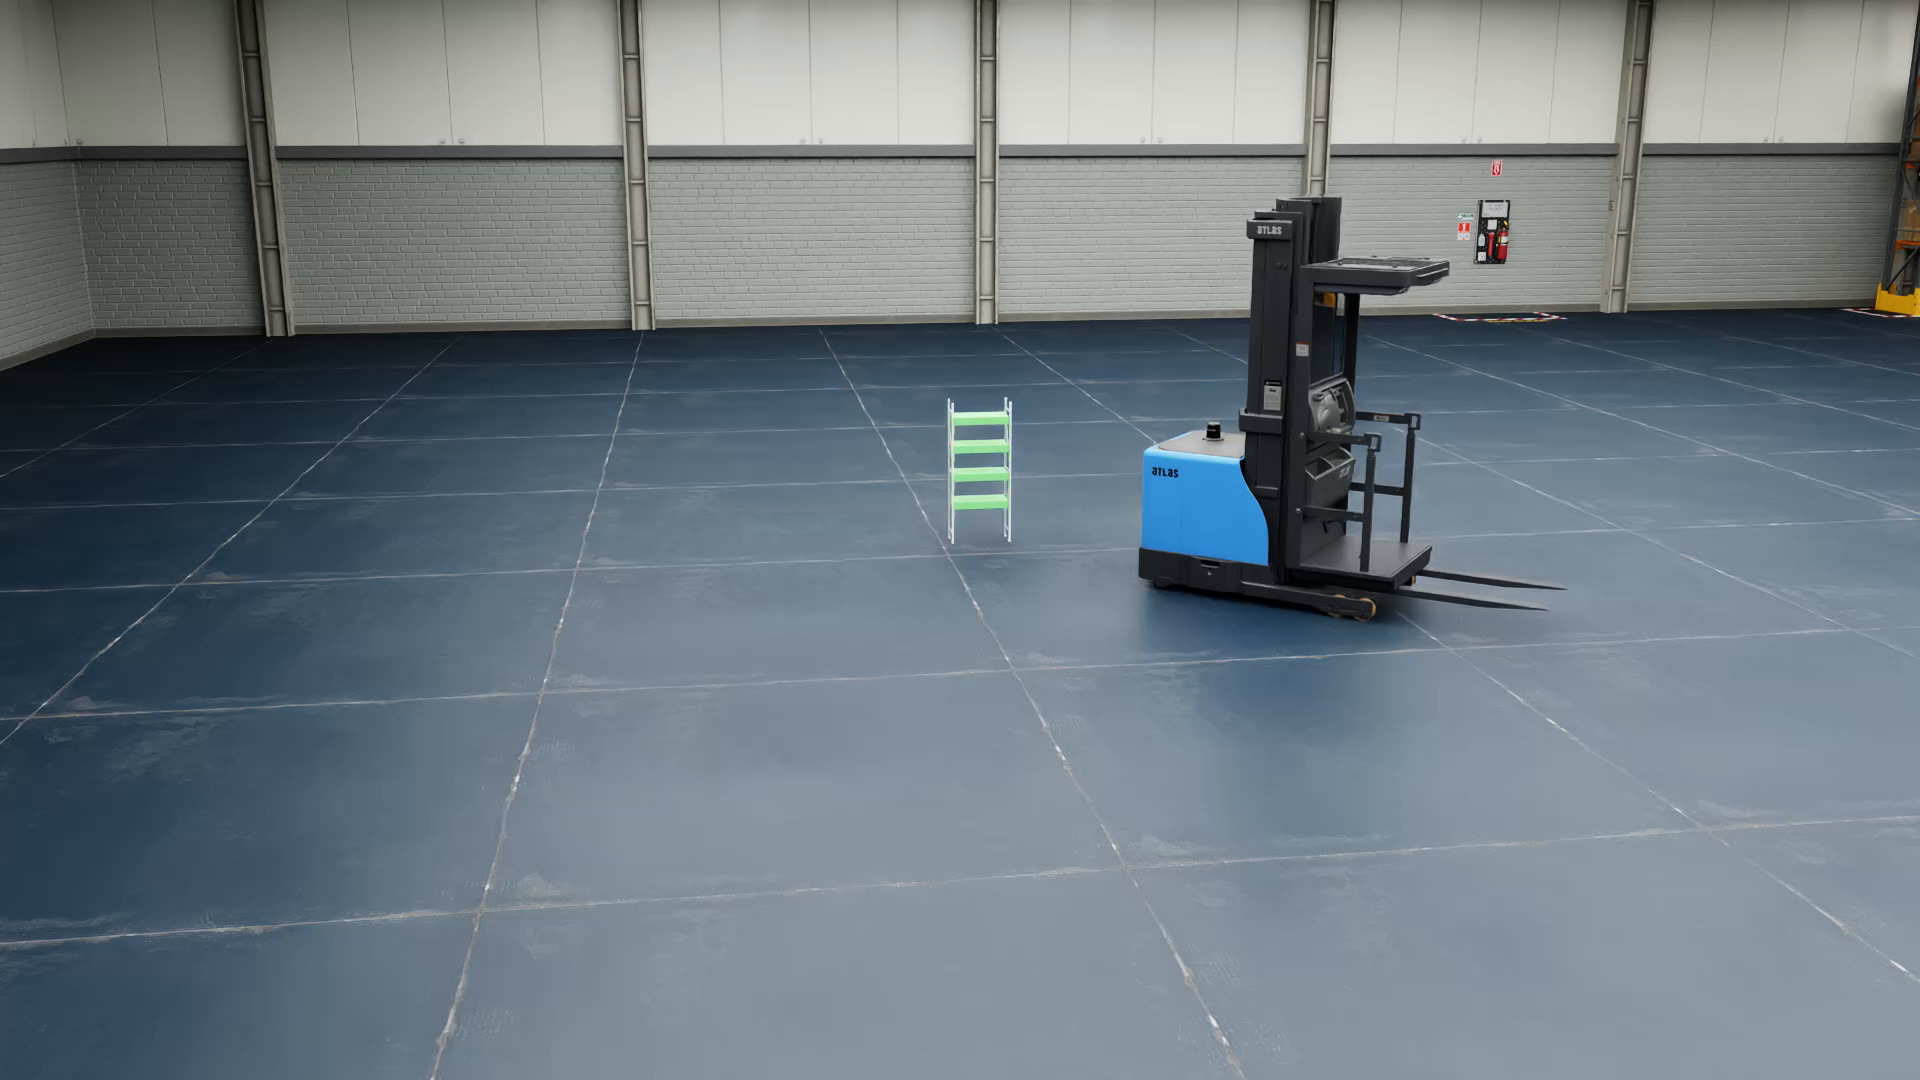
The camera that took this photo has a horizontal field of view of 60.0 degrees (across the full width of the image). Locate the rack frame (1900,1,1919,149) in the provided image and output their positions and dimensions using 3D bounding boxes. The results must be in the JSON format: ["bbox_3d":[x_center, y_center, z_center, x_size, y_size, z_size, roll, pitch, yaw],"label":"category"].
[{"bbox_3d":[17.695,-8.657,30.241,0.127,3.000,1.000,-2,14,-8],"label":"rack frame"}]

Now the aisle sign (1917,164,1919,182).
[{"bbox_3d":[17.669,-6.933,30.357,0.004,0.787,0.394,-2,14,-8],"label":"aisle sign"}]

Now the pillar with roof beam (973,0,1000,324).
[{"bbox_3d":[1.101,-7.202,24.442,0.400,9.000,9.100,-2,14,-8],"label":"pillar with roof beam"}]

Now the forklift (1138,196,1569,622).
[{"bbox_3d":[2.905,-0.985,12.126,3.031,2.935,1.130,8,16,30],"label":"forklift"}]

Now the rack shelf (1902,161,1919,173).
[{"bbox_3d":[19.673,-6.925,30.983,4.000,0.370,1.077,-2,14,-8],"label":"rack shelf"}]

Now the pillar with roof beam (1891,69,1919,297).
[{"bbox_3d":[18.900,-7.855,27.043,0.400,9.000,9.100,-2,14,-8],"label":"pillar with roof beam"}]

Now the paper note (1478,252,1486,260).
[{"bbox_3d":[9.691,-5.266,30.862,0.142,0.148,0.016,-2,14,-8],"label":"paper note"}]

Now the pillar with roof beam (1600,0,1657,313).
[{"bbox_3d":[12.967,-7.637,26.176,0.400,9.000,9.100,-2,14,-8],"label":"pillar with roof beam"}]

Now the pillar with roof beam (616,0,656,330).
[{"bbox_3d":[-4.833,-6.985,23.575,0.400,9.000,9.100,-2,14,-8],"label":"pillar with roof beam"}]

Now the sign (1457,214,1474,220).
[{"bbox_3d":[9.320,-5.960,30.657,0.331,0.109,0.001,-2,14,-8],"label":"sign"}]

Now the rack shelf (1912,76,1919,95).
[{"bbox_3d":[19.673,-8.379,30.618,4.000,0.370,1.077,-2,14,-8],"label":"rack shelf"}]

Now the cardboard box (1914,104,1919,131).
[{"bbox_3d":[18.082,-7.824,30.783,0.500,0.500,0.500,-1,14,-6],"label":"cardboard box"}]

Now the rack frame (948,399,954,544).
[{"bbox_3d":[-0.078,-0.579,14.065,0.015,1.200,0.240,-2,14,-8],"label":"rack frame"}]

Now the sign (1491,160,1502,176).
[{"bbox_3d":[9.853,-6.831,30.527,0.199,0.298,0.001,-2,14,-8],"label":"sign"}]

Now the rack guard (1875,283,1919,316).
[{"bbox_3d":[17.770,-4.537,31.286,0.348,0.500,1.175,-2,14,-8],"label":"rack guard"}]

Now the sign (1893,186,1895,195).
[{"bbox_3d":[17.632,-6.596,31.327,0.005,0.325,0.100,-2,14,-8],"label":"sign"}]

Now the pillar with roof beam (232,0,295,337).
[{"bbox_3d":[-10.766,-6.768,22.708,0.400,9.000,9.100,-2,14,-8],"label":"pillar with roof beam"}]

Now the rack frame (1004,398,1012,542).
[{"bbox_3d":[0.405,-0.597,14.135,0.015,1.200,0.240,-2,14,-8],"label":"rack frame"}]

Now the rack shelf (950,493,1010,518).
[{"bbox_3d":[0.164,-0.293,14.174,0.480,0.148,0.258,-2,14,-8],"label":"rack shelf"}]

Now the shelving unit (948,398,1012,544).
[{"bbox_3d":[0.164,-0.588,14.100,0.503,1.200,0.258,-2,14,-8],"label":"shelving unit"}]

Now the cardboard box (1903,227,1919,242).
[{"bbox_3d":[18.128,-5.748,31.240,0.500,0.250,0.500,-2,14,-7],"label":"cardboard box"}]

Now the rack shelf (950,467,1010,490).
[{"bbox_3d":[0.164,-0.526,14.115,0.480,0.148,0.258,-2,14,-8],"label":"rack shelf"}]

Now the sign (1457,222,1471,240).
[{"bbox_3d":[9.314,-5.705,30.729,0.234,0.329,0.001,-2,14,-8],"label":"sign"}]

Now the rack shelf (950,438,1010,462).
[{"bbox_3d":[0.164,-0.759,14.057,0.480,0.148,0.258,-2,14,-8],"label":"rack shelf"}]

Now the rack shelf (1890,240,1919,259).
[{"bbox_3d":[19.673,-5.471,31.348,4.000,0.370,1.077,-2,14,-8],"label":"rack shelf"}]

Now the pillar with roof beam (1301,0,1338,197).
[{"bbox_3d":[7.034,-7.420,25.309,0.400,9.000,9.100,-2,14,-8],"label":"pillar with roof beam"}]

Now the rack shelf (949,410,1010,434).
[{"bbox_3d":[0.164,-0.992,13.999,0.480,0.148,0.258,-2,14,-8],"label":"rack shelf"}]

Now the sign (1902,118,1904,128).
[{"bbox_3d":[17.632,-7.766,31.034,0.005,0.325,0.100,-2,14,-8],"label":"sign"}]

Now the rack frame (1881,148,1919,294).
[{"bbox_3d":[17.695,-5.747,30.971,0.127,3.000,1.000,-2,14,-8],"label":"rack frame"}]

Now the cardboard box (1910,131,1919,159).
[{"bbox_3d":[18.070,-7.336,30.895,0.500,0.500,0.500,-1,14,-4],"label":"cardboard box"}]

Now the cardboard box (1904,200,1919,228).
[{"bbox_3d":[18.129,-6.116,31.168,0.500,0.500,0.500,-2,14,-9],"label":"cardboard box"}]

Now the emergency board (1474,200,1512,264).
[{"bbox_3d":[9.876,-5.683,30.714,0.643,1.169,0.194,-2,14,-8],"label":"emergency board"}]

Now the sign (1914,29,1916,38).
[{"bbox_3d":[17.632,-9.321,30.644,0.005,0.325,0.100,-2,14,-8],"label":"sign"}]
